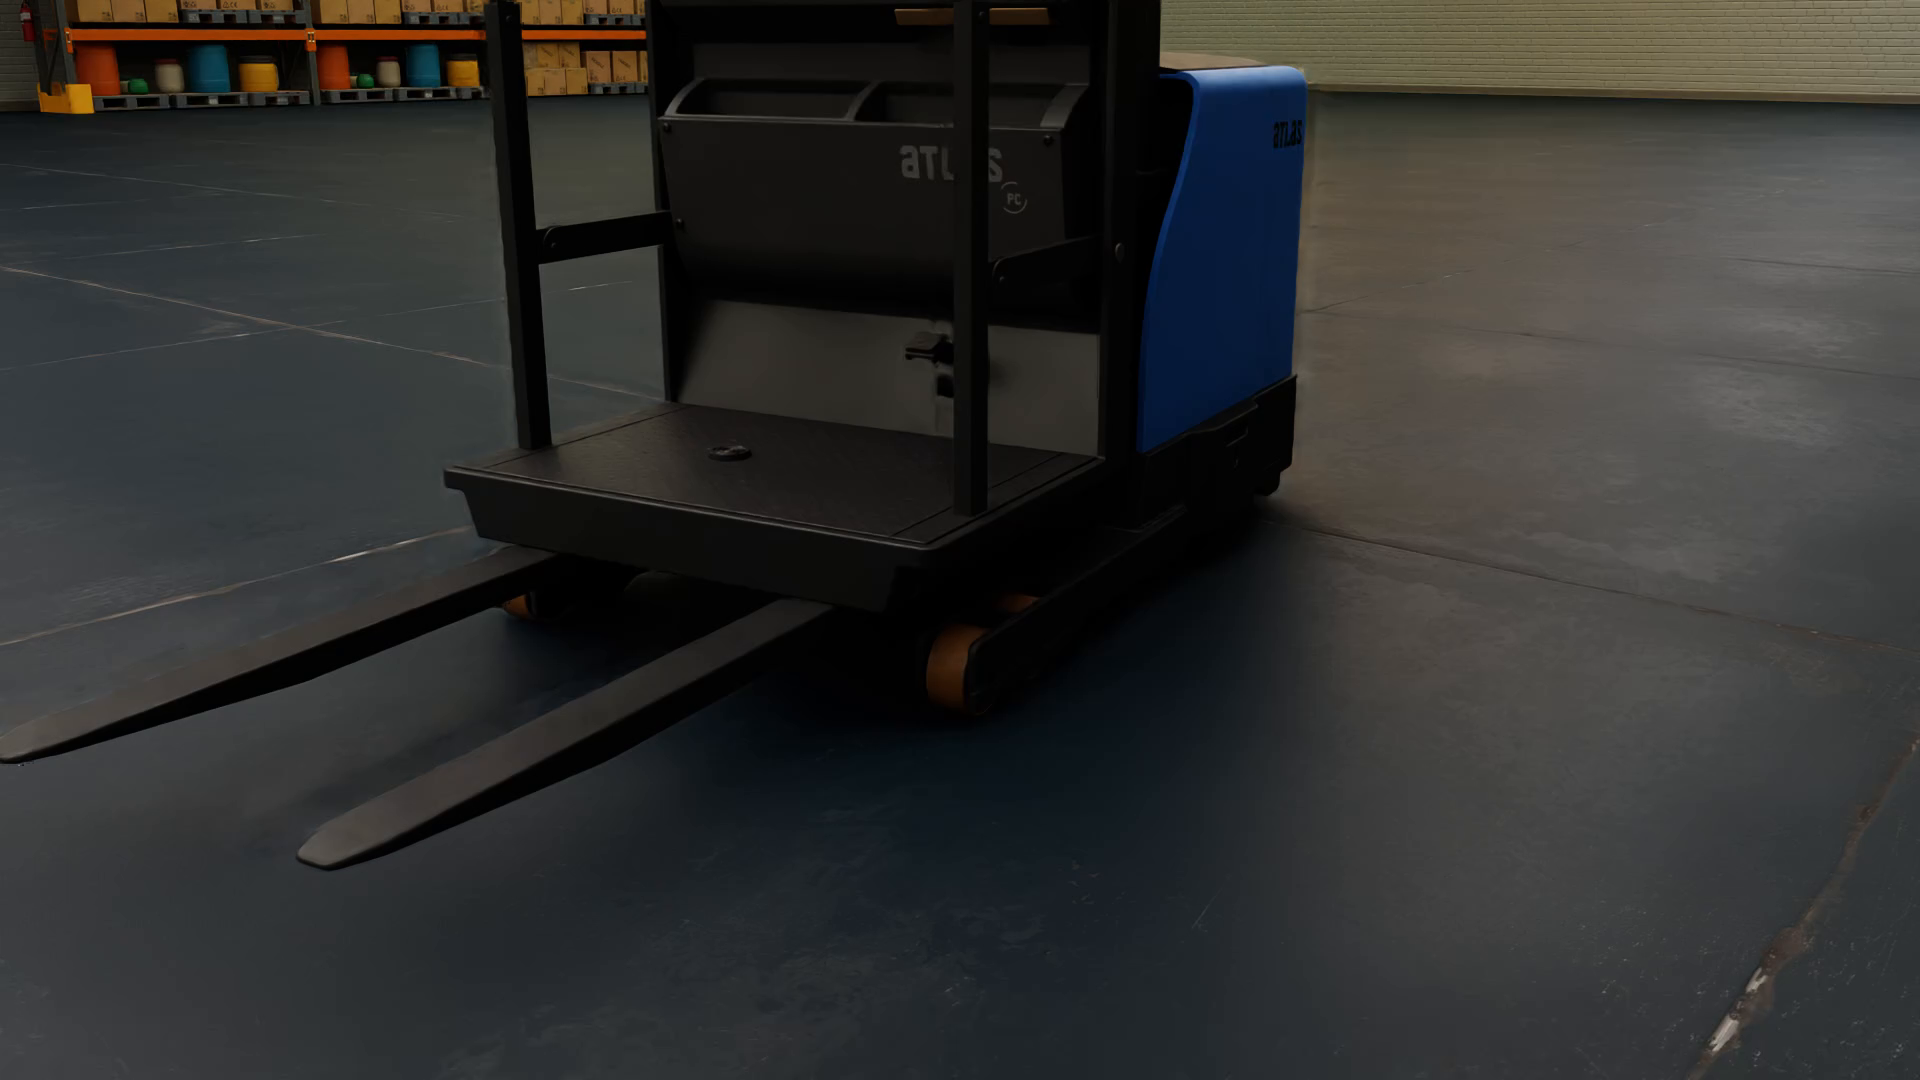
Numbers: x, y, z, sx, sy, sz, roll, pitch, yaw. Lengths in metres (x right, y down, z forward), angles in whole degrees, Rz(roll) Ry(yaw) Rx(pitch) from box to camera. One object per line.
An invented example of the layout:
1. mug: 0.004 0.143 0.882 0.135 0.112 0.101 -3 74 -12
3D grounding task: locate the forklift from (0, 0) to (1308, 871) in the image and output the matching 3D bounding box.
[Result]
1. forklift: -0.287 -1.241 2.985 1.130 2.935 3.031 9 19 28
